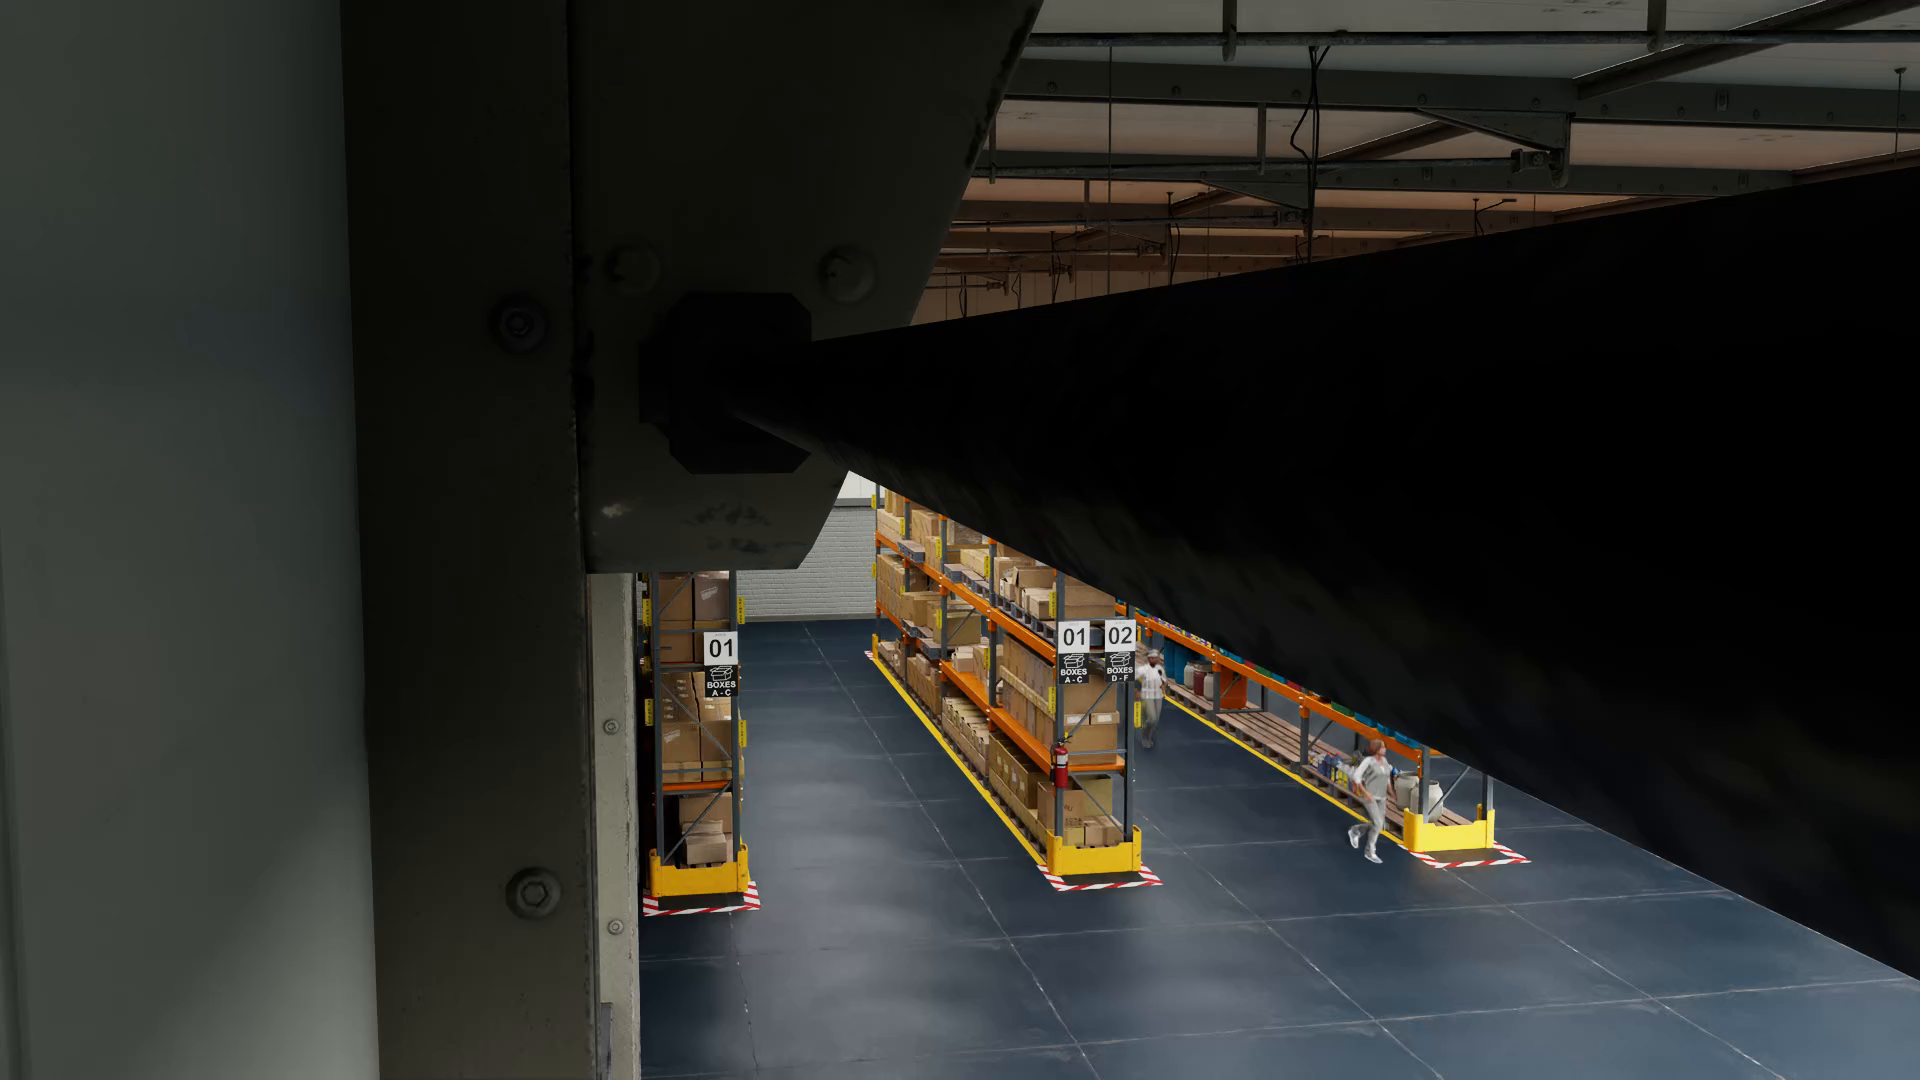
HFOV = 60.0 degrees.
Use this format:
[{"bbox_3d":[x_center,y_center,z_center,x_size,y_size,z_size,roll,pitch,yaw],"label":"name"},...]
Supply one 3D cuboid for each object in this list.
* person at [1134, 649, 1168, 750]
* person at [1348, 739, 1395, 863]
[{"bbox_3d":[3.193,2.653,27.675,0.546,1.695,0.676,-2,6,-21],"label":"person"},{"bbox_3d":[5.338,3.358,21.594,0.590,1.566,0.570,-4,7,-36],"label":"person"}]
